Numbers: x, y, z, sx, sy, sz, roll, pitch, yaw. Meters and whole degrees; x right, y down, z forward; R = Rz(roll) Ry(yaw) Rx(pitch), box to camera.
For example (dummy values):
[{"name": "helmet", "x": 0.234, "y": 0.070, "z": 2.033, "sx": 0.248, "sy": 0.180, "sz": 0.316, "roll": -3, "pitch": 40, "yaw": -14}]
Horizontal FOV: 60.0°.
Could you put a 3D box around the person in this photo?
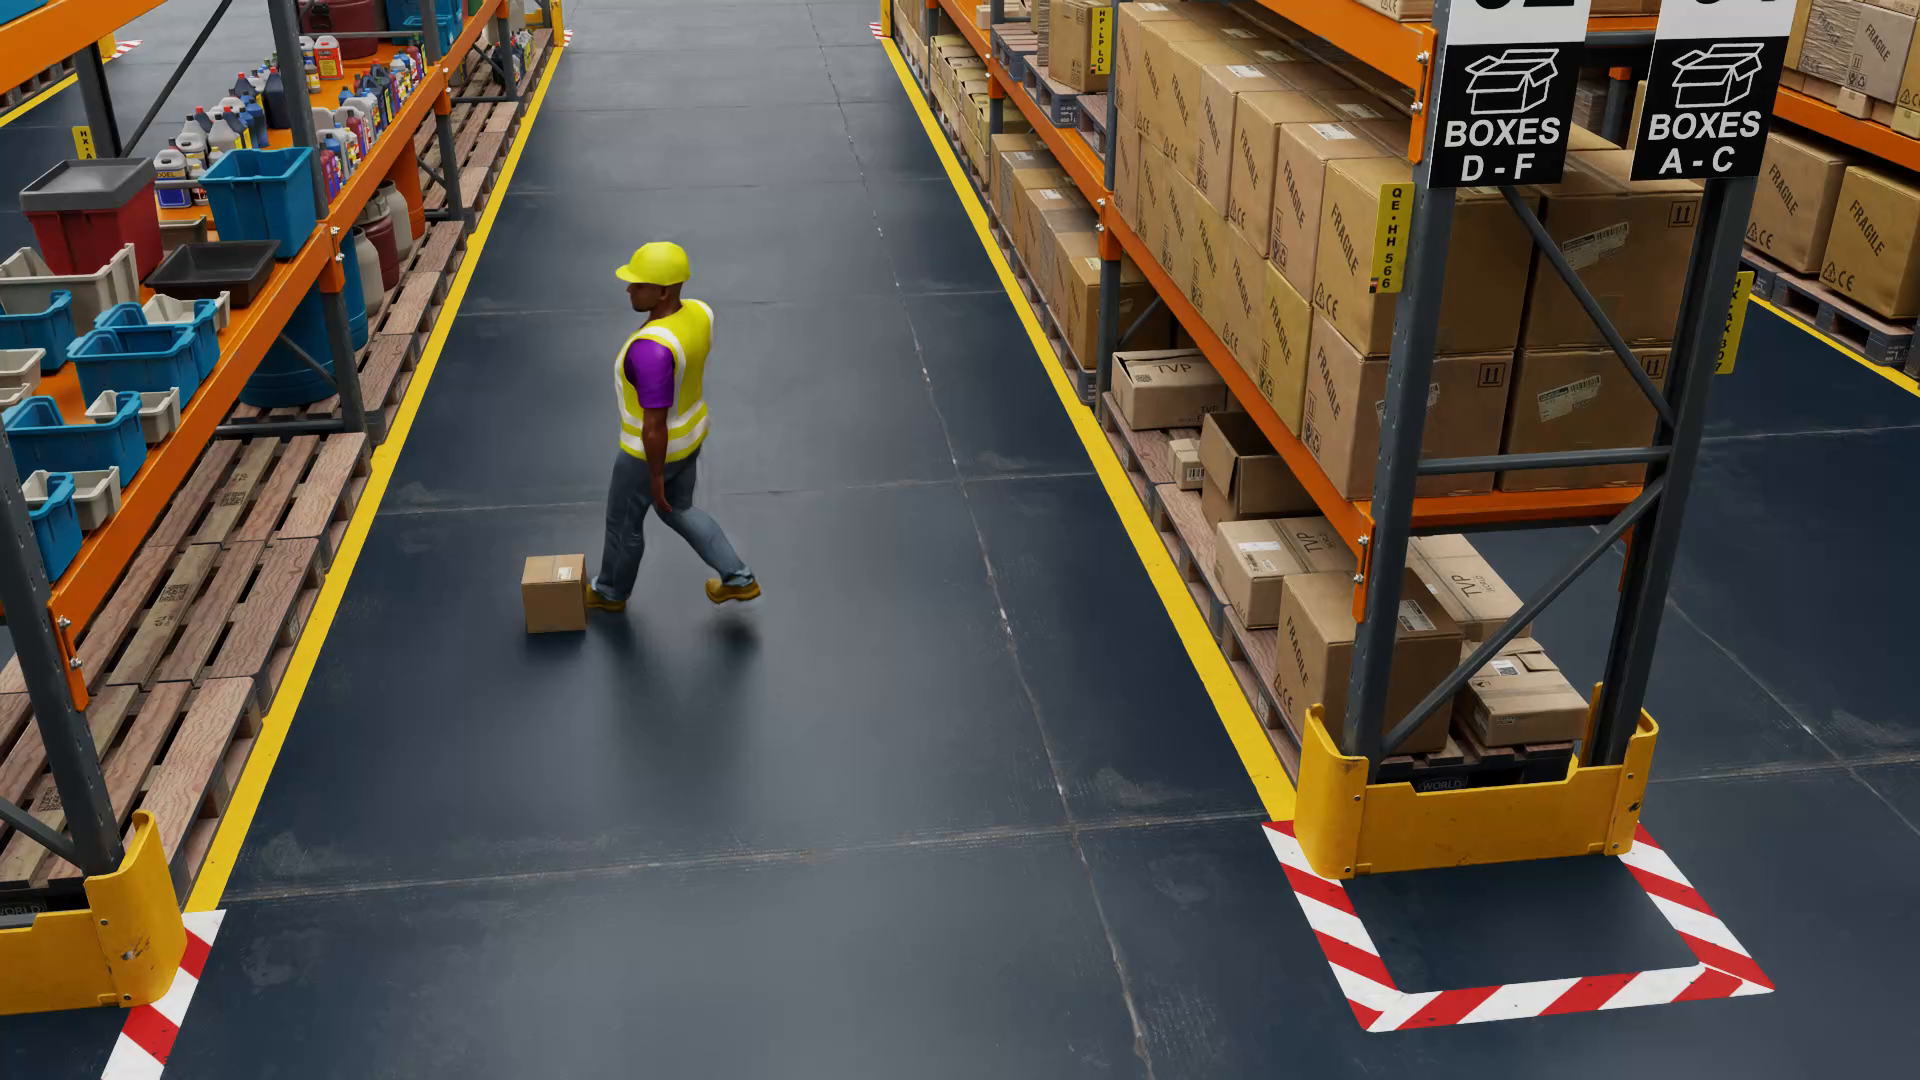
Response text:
[{"name": "person", "x": -1.340, "y": -0.456, "z": 7.026, "sx": 0.872, "sy": 1.723, "sz": 0.651, "roll": 6, "pitch": 28, "yaw": 12}]
